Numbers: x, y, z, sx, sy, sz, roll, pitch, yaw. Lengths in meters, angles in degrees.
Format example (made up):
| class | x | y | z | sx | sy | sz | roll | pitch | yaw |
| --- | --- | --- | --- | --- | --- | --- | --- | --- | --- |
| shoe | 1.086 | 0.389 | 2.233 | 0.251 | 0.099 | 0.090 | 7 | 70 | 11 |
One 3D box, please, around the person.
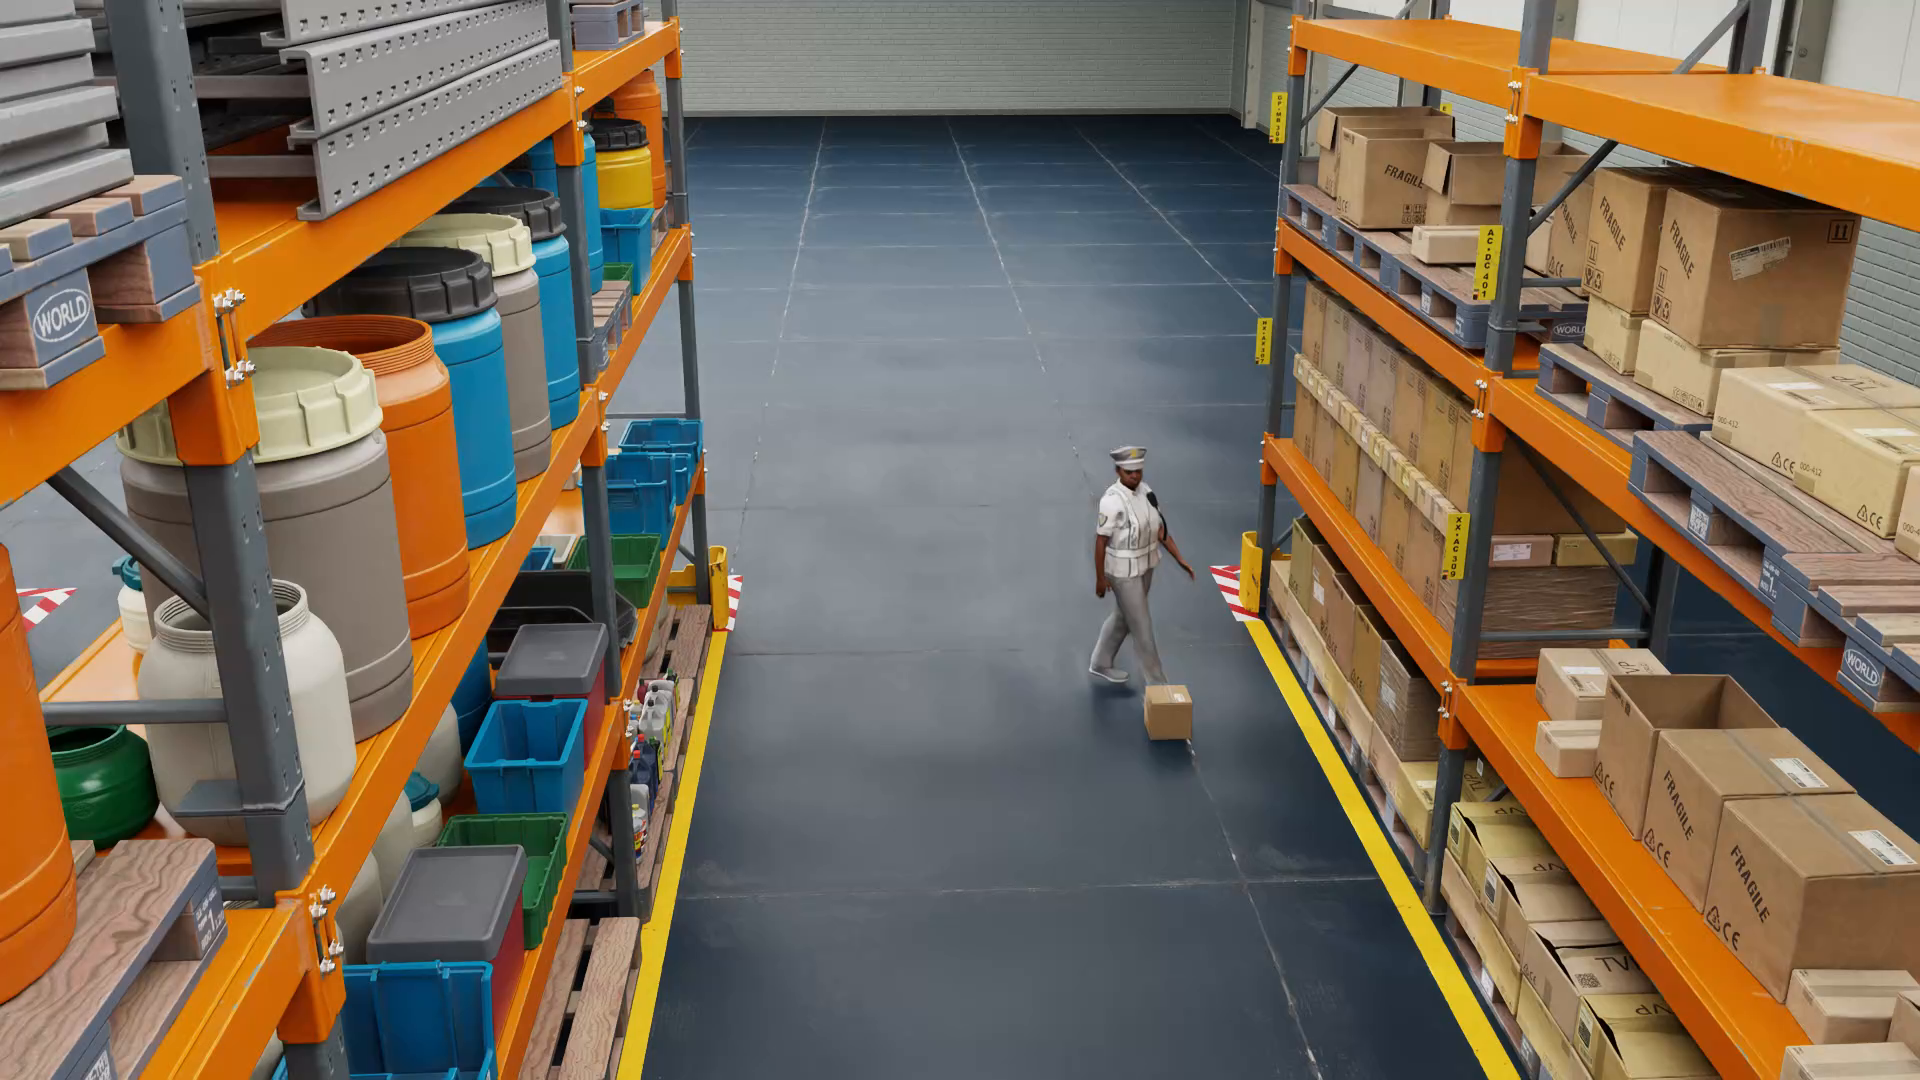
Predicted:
| class | x | y | z | sx | sy | sz | roll | pitch | yaw |
| --- | --- | --- | --- | --- | --- | --- | --- | --- | --- |
| person | 1.170 | 0.212 | 10.464 | 0.815 | 1.665 | 0.481 | 16 | 26 | 36 |
